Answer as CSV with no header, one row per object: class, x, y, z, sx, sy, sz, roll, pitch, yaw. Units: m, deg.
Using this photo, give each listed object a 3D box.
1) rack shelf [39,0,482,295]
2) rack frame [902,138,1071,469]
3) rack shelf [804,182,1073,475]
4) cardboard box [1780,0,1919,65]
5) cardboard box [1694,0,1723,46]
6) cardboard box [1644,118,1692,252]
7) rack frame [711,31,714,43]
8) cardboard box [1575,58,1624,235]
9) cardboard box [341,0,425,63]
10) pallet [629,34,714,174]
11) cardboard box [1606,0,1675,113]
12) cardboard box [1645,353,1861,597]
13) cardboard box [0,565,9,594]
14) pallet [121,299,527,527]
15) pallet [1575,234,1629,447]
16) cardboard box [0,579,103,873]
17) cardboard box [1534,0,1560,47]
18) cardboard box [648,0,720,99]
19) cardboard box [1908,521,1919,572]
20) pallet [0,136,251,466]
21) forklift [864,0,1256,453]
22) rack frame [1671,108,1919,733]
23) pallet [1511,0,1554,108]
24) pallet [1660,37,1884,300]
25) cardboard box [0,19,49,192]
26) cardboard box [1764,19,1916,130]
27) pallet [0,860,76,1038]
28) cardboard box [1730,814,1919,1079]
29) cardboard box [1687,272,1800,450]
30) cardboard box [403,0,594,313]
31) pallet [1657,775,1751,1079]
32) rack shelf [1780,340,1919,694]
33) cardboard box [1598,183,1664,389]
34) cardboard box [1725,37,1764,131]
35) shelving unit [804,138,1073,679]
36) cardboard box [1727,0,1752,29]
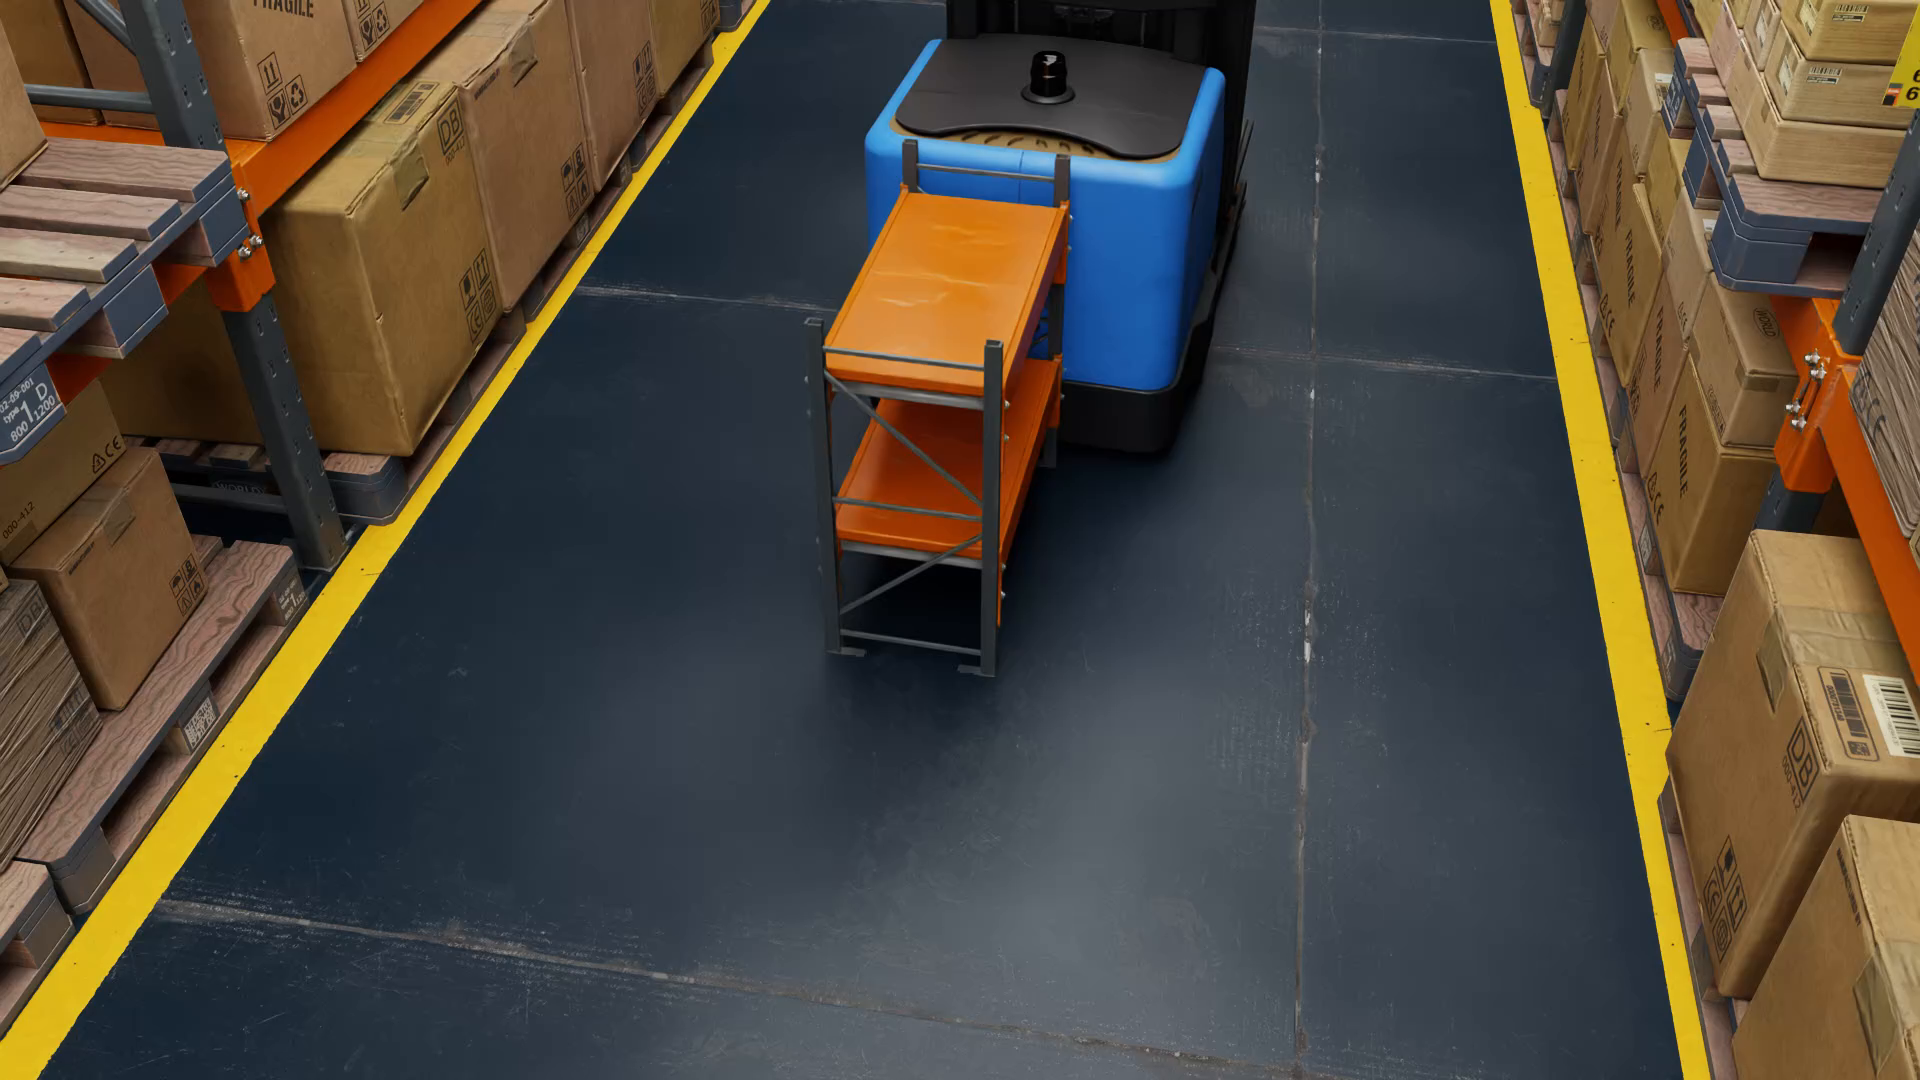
rack shelf,-2.068,-2.120,6.025,1.077,0.370,4.000,6,40,8
rack frame,0.076,-0.712,5.229,0.500,1.125,0.032,8,40,9
rack shelf,-0.032,-0.622,4.660,0.538,0.278,1.000,8,40,9
cardboard box,2.086,-1.184,3.729,0.380,0.149,0.250,5,40,6
cardboard box,2.221,-1.430,4.494,0.380,0.149,0.250,6,40,7
cardboard box,2.493,-1.113,5.286,0.500,0.250,0.500,7,40,9
rack frame,-1.722,-3.653,7.314,1.000,3.000,0.127,6,40,8
cardboard box,2.666,-1.474,6.311,0.500,0.500,0.500,8,40,10
cardboard box,-1.976,-1.780,4.970,0.500,0.500,0.500,5,40,6
pallet,-1.782,-2.085,7.607,1.003,0.211,1.213,6,40,8
cardboard box,2.667,-1.761,6.069,0.500,0.250,0.500,7,40,9
cardboard box,2.309,-0.172,4.736,0.500,0.500,0.500,6,40,7
cardboard box,-2.583,0.120,3.778,0.500,0.250,0.500,11,41,13
pallet,-2.204,-0.554,5.754,1.003,0.211,1.213,6,40,8
pallet,2.803,-0.711,5.944,1.003,0.211,1.213,6,40,8
cardboard box,-2.594,0.424,4.000,0.700,0.500,0.500,3,40,4
cardboard box,2.878,-2.389,7.693,0.380,0.149,0.250,7,40,8
cardboard box,-1.813,-2.592,7.369,1.225,0.875,0.875,7,40,8
cardboard box,2.024,0.001,2.816,0.500,0.500,0.500,6,40,7
pallet,-2.433,-0.609,3.783,1.213,0.211,1.003,6,40,8
forklift,0.552,-2.362,5.807,1.130,2.935,3.031,9,40,11
rack frame,2.453,-0.532,3.539,1.000,3.000,0.127,6,40,8
pallet,3.227,-2.393,7.979,1.003,0.211,1.213,6,40,8
pallet,2.471,-0.917,4.156,1.213,0.211,1.003,6,40,8
cardboard box,-2.469,-0.999,3.697,0.500,0.500,0.500,2,40,2
cardboard box,2.090,-1.072,3.826,0.380,0.149,0.250,7,40,9
pallet,-2.765,1.186,3.650,1.003,0.211,1.213,6,40,8
cardboard box,2.111,1.095,3.008,1.050,0.750,0.750,7,40,8
cardboard box,2.313,-0.478,4.517,0.500,0.250,0.500,6,40,7
cardboard box,-2.113,-1.475,6.017,1.225,0.875,0.875,7,40,8
pallet,2.242,1.029,3.839,1.003,0.211,1.213,6,40,8
rack shelf,2.107,1.001,2.250,1.077,0.370,4.000,6,40,8
cardboard box,2.478,-0.831,5.534,0.500,0.500,0.500,5,40,6
cardboard box,2.130,-1.113,4.110,0.380,0.149,0.250,6,40,8
shelving unit,-0.032,-0.396,4.846,0.538,1.125,1.048,8,40,9
cardboard box,2.178,-1.405,4.229,0.380,0.149,0.250,7,40,9
